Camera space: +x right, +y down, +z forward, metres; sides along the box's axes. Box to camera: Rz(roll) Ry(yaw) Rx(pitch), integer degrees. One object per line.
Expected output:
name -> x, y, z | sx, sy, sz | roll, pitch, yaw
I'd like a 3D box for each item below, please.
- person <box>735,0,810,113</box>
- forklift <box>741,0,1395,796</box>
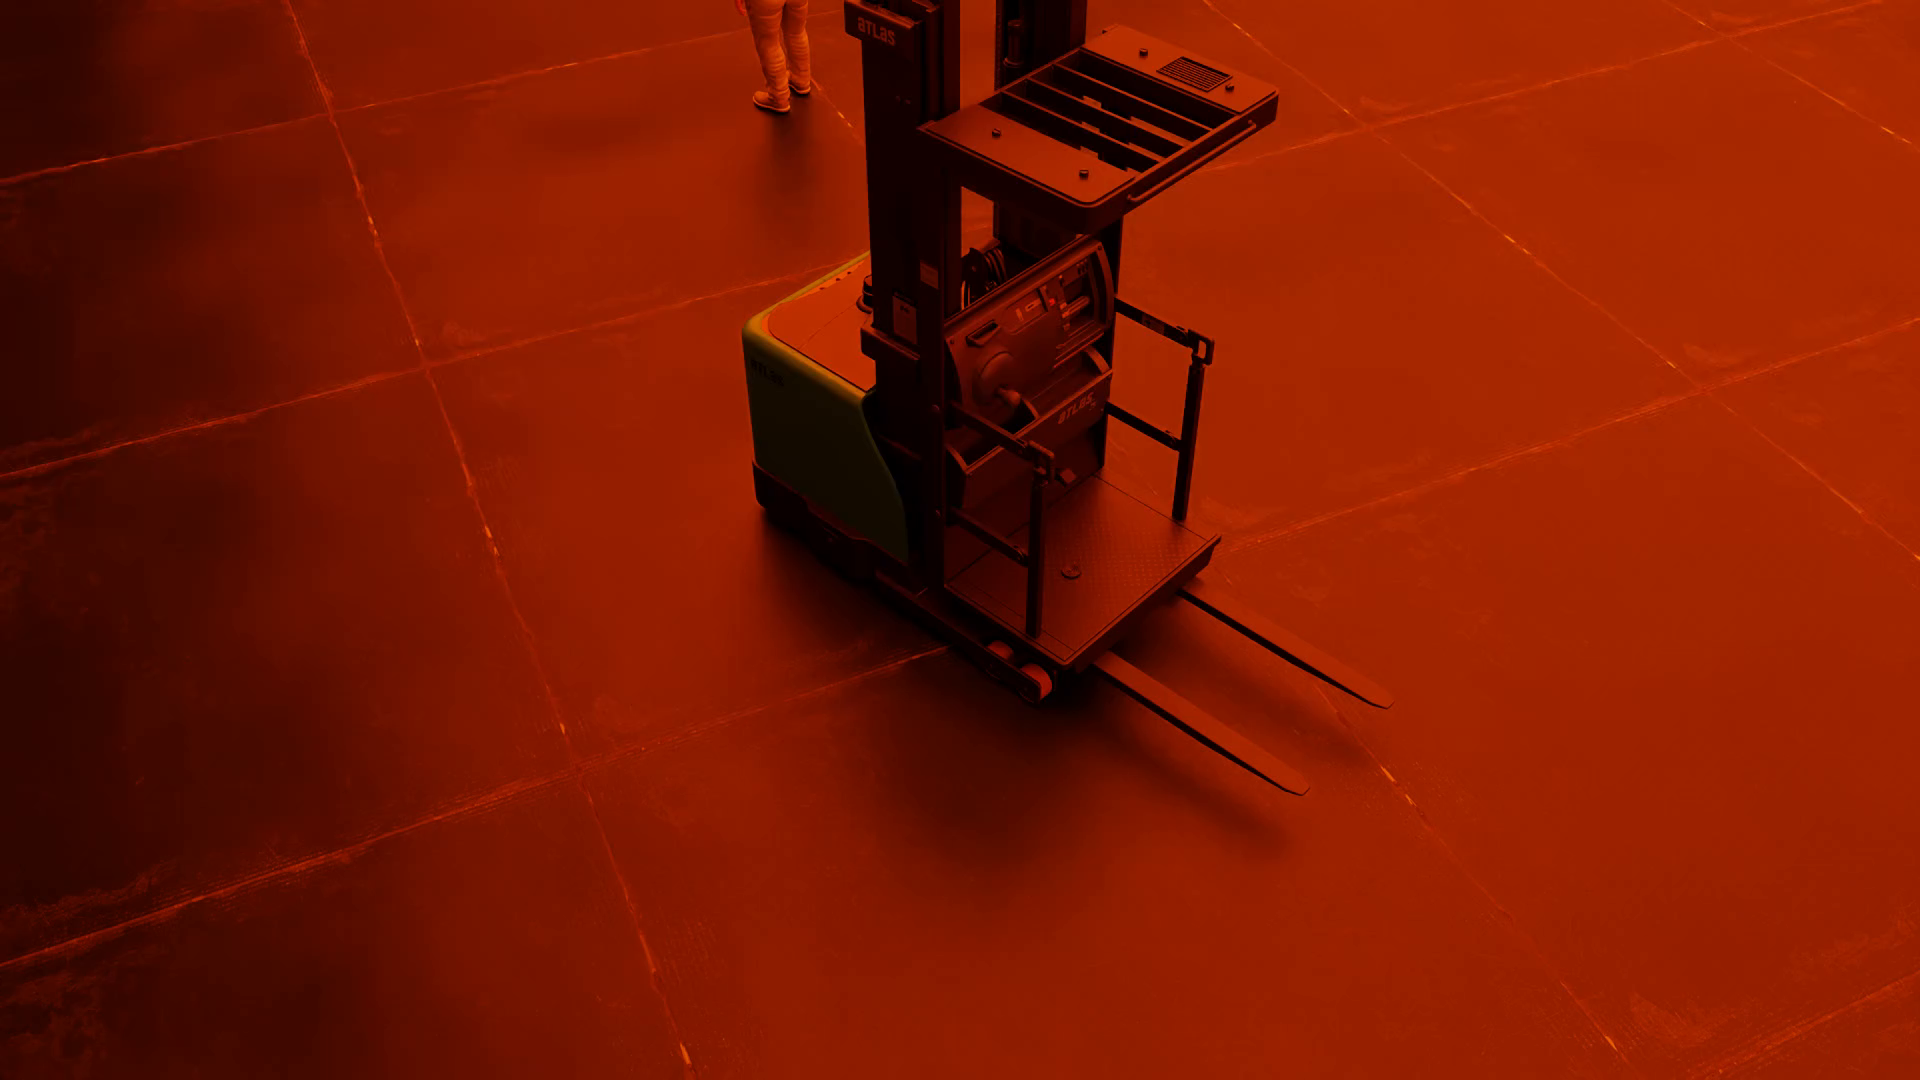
person -> -1.179, -3.467, 10.312 | 0.598, 1.670, 0.529 | -31, 51, -29
forklift -> 0.445, -0.788, 6.525 | 3.031, 2.935, 1.130 | 32, 52, 30
